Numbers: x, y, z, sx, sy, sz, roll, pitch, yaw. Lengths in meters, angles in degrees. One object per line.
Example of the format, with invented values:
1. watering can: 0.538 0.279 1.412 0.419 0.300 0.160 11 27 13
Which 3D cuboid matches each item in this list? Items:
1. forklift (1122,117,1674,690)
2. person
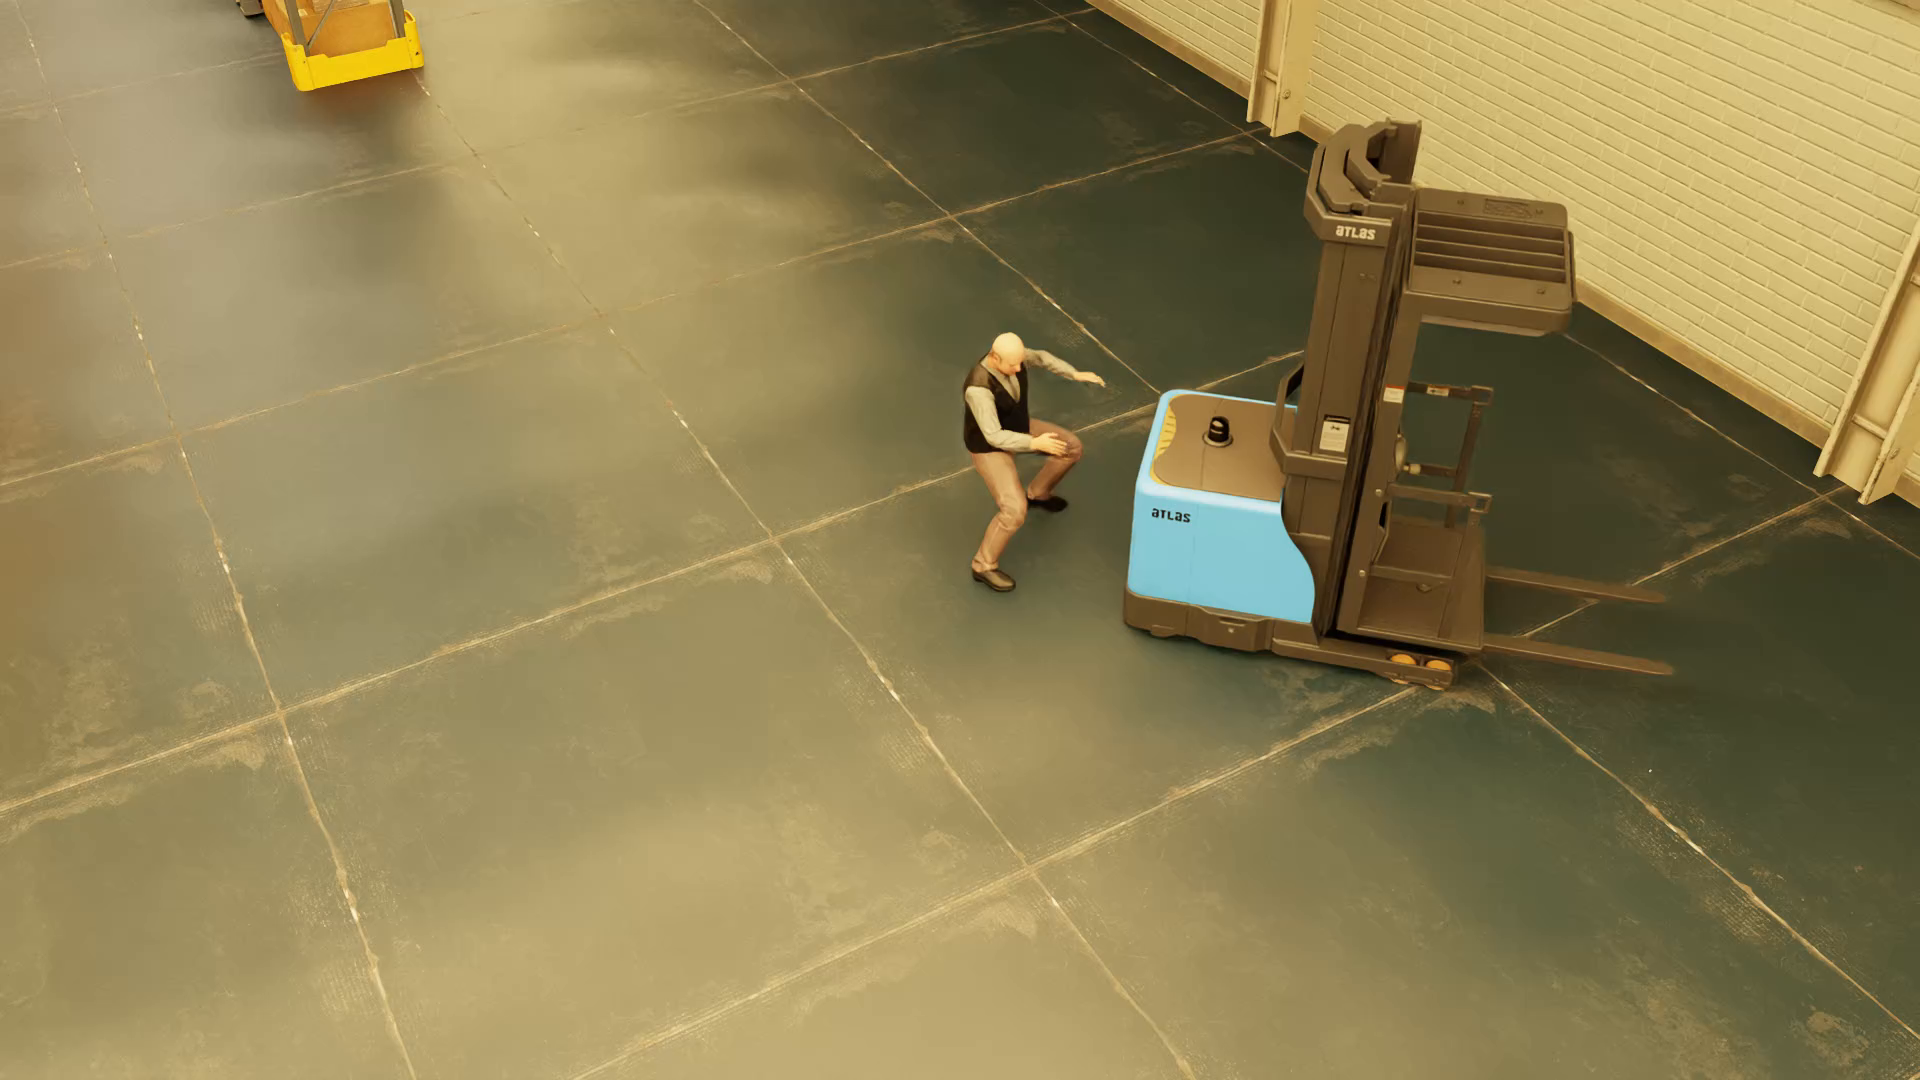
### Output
1. forklift: 2.521 -0.666 8.840 3.031 2.935 1.130 9 41 11
2. person: 0.383 -0.575 9.851 0.771 1.503 0.988 25 46 27
